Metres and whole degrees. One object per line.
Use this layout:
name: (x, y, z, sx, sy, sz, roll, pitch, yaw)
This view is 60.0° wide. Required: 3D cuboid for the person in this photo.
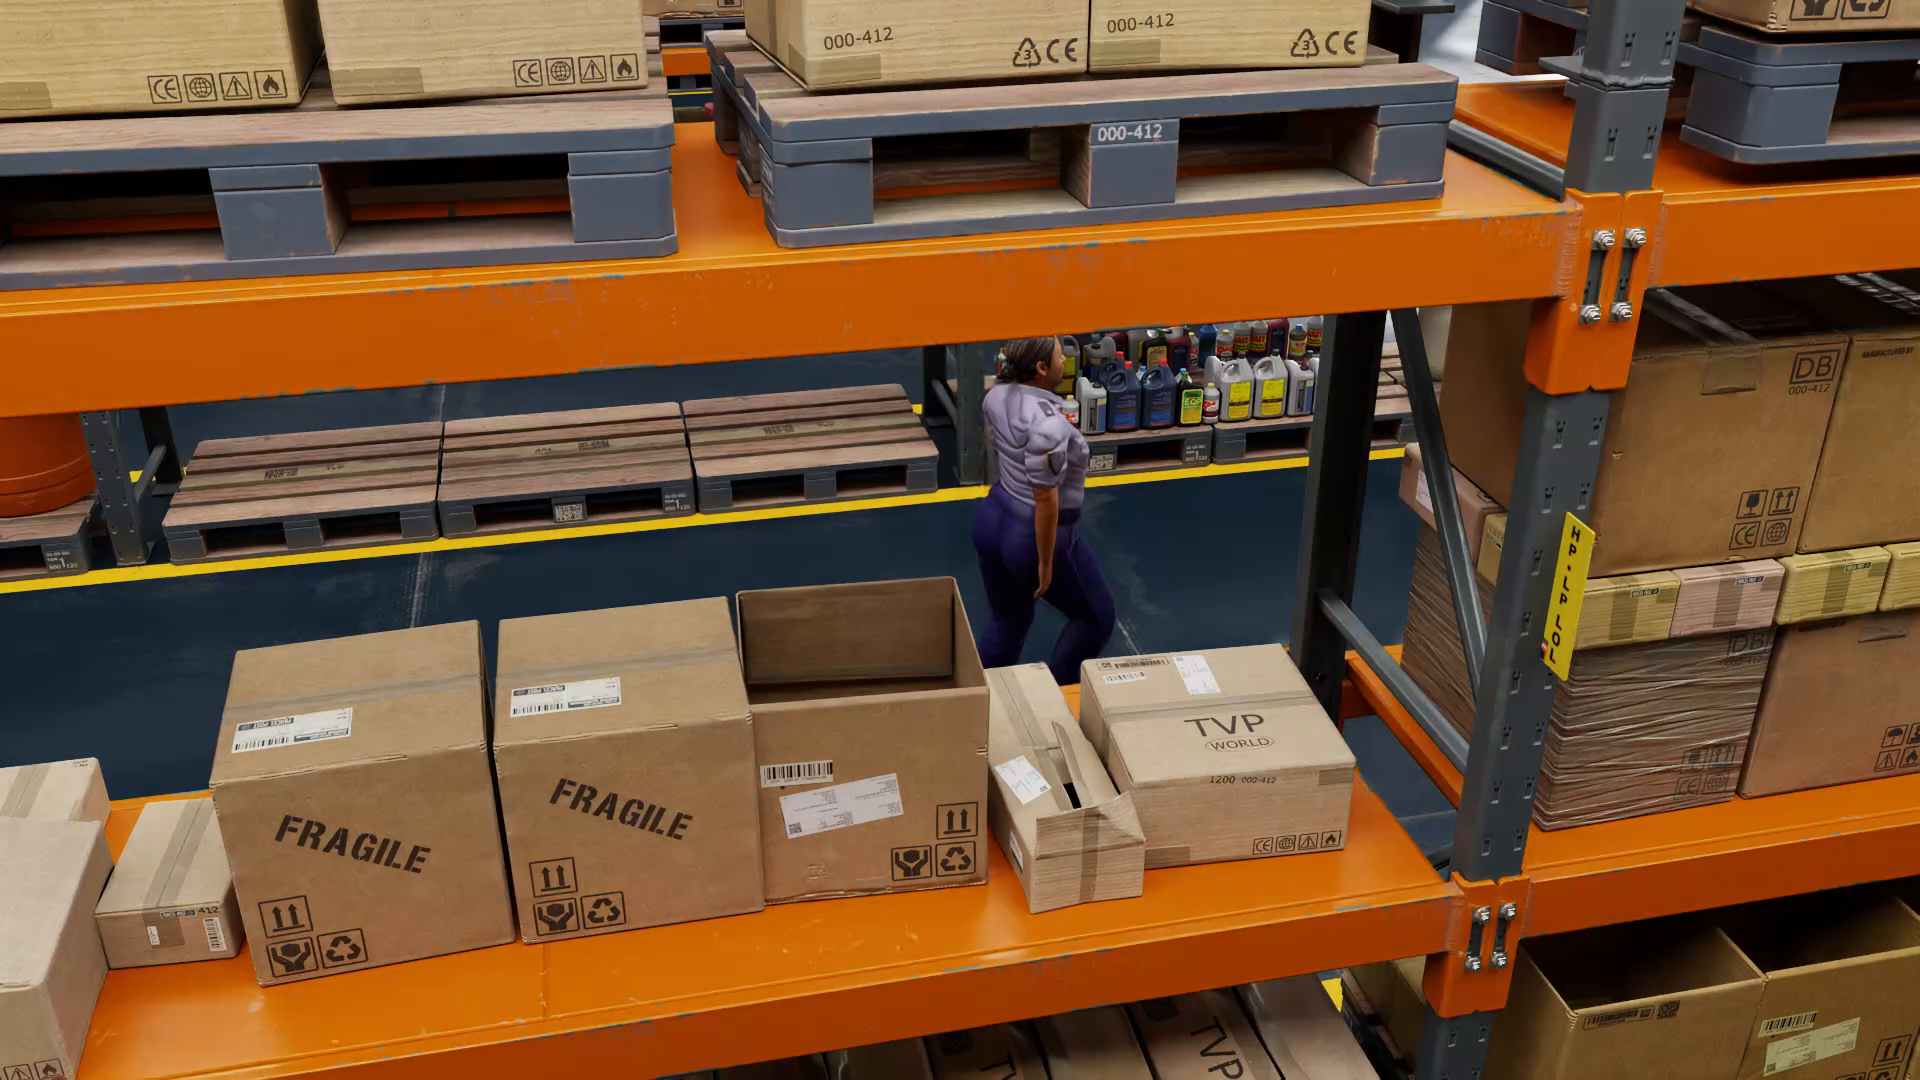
person: (0.281, 0.014, 6.113, 0.484, 1.696, 0.487, -16, 31, -29)
